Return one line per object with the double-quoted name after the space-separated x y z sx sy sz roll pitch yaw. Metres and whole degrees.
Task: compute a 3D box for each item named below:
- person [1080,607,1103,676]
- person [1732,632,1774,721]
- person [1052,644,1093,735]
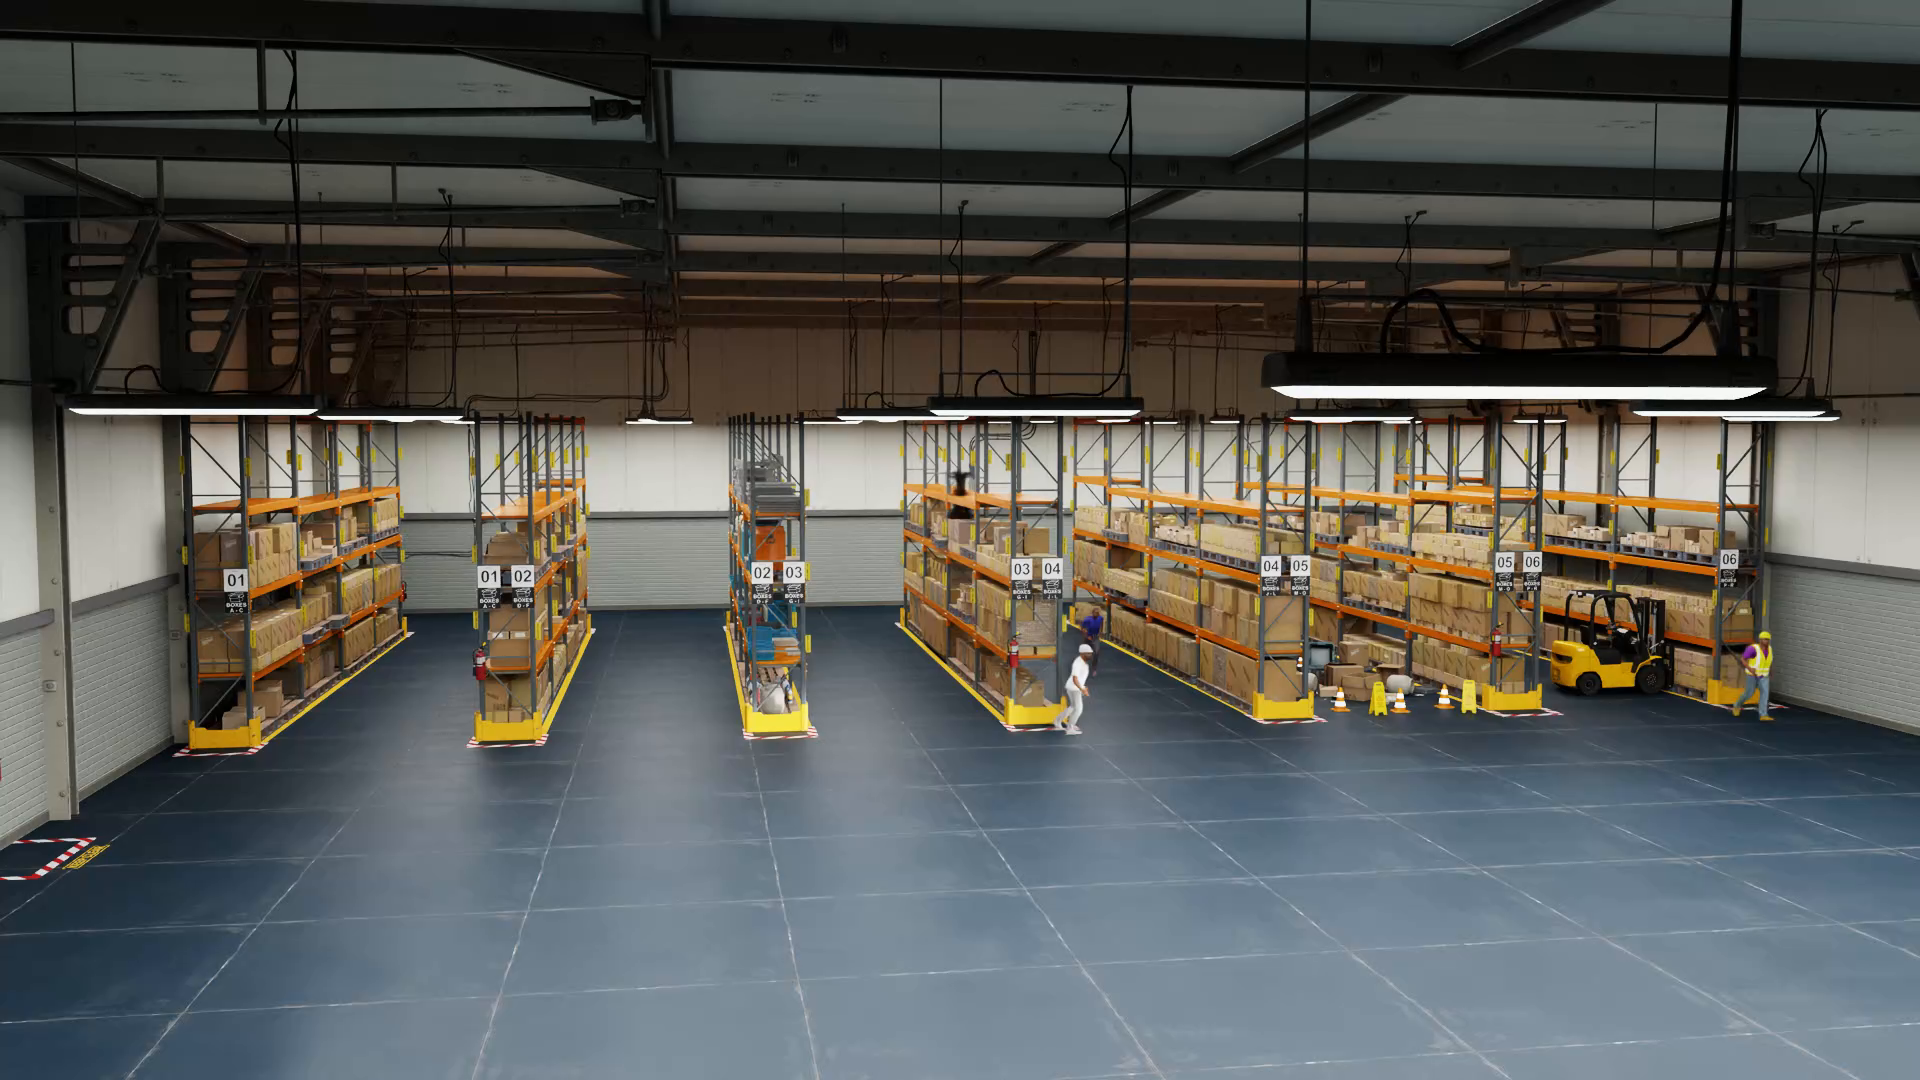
3.019 2.327 38.632 0.601 1.615 0.961 -2 4 -24 "person"
15.514 2.633 32.373 0.706 1.740 0.960 -1 4 -21 "person"
2.098 2.778 30.910 0.791 1.699 0.667 1 4 10 "person"
